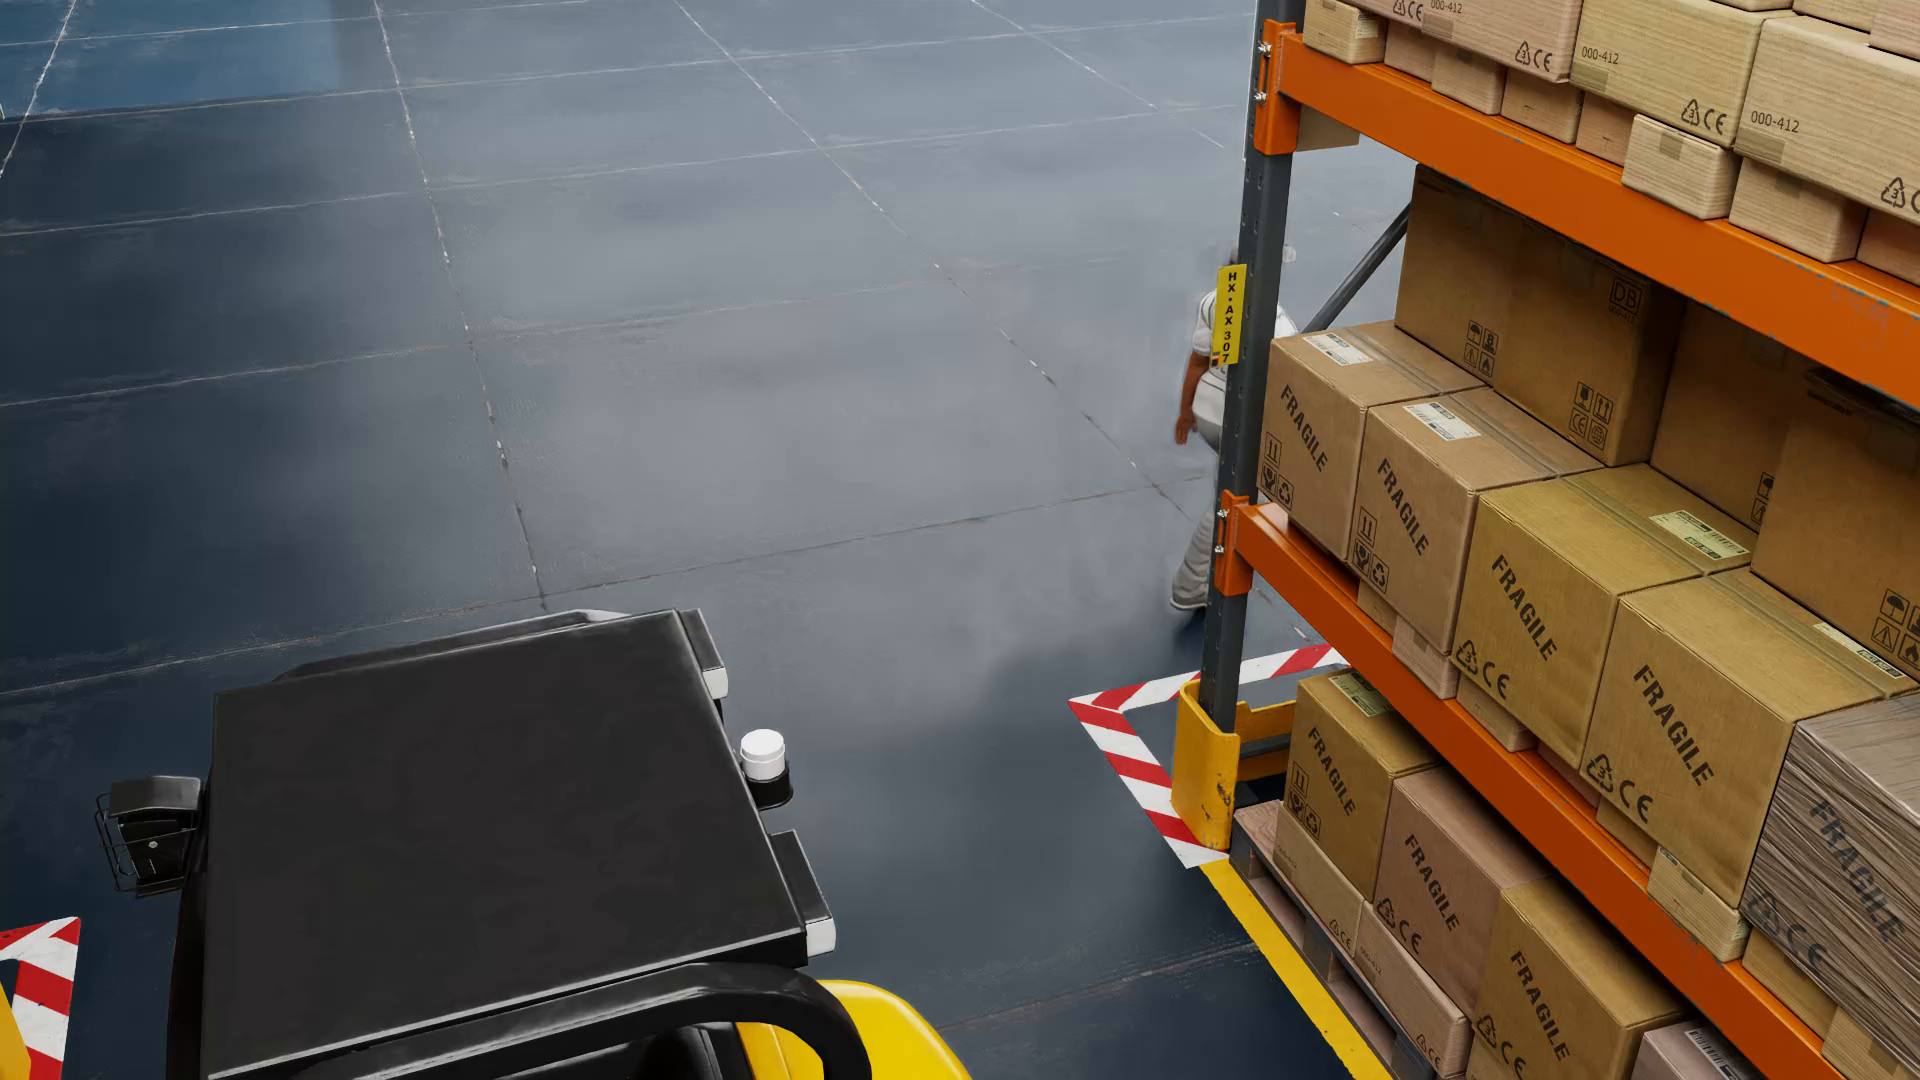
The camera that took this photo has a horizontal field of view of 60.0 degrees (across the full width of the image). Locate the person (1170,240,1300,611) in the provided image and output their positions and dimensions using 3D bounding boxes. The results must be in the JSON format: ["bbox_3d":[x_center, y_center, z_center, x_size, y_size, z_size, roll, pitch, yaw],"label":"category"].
[{"bbox_3d":[1.277,-0.528,7.013,0.921,1.619,0.517,-16,34,-26],"label":"person"}]
